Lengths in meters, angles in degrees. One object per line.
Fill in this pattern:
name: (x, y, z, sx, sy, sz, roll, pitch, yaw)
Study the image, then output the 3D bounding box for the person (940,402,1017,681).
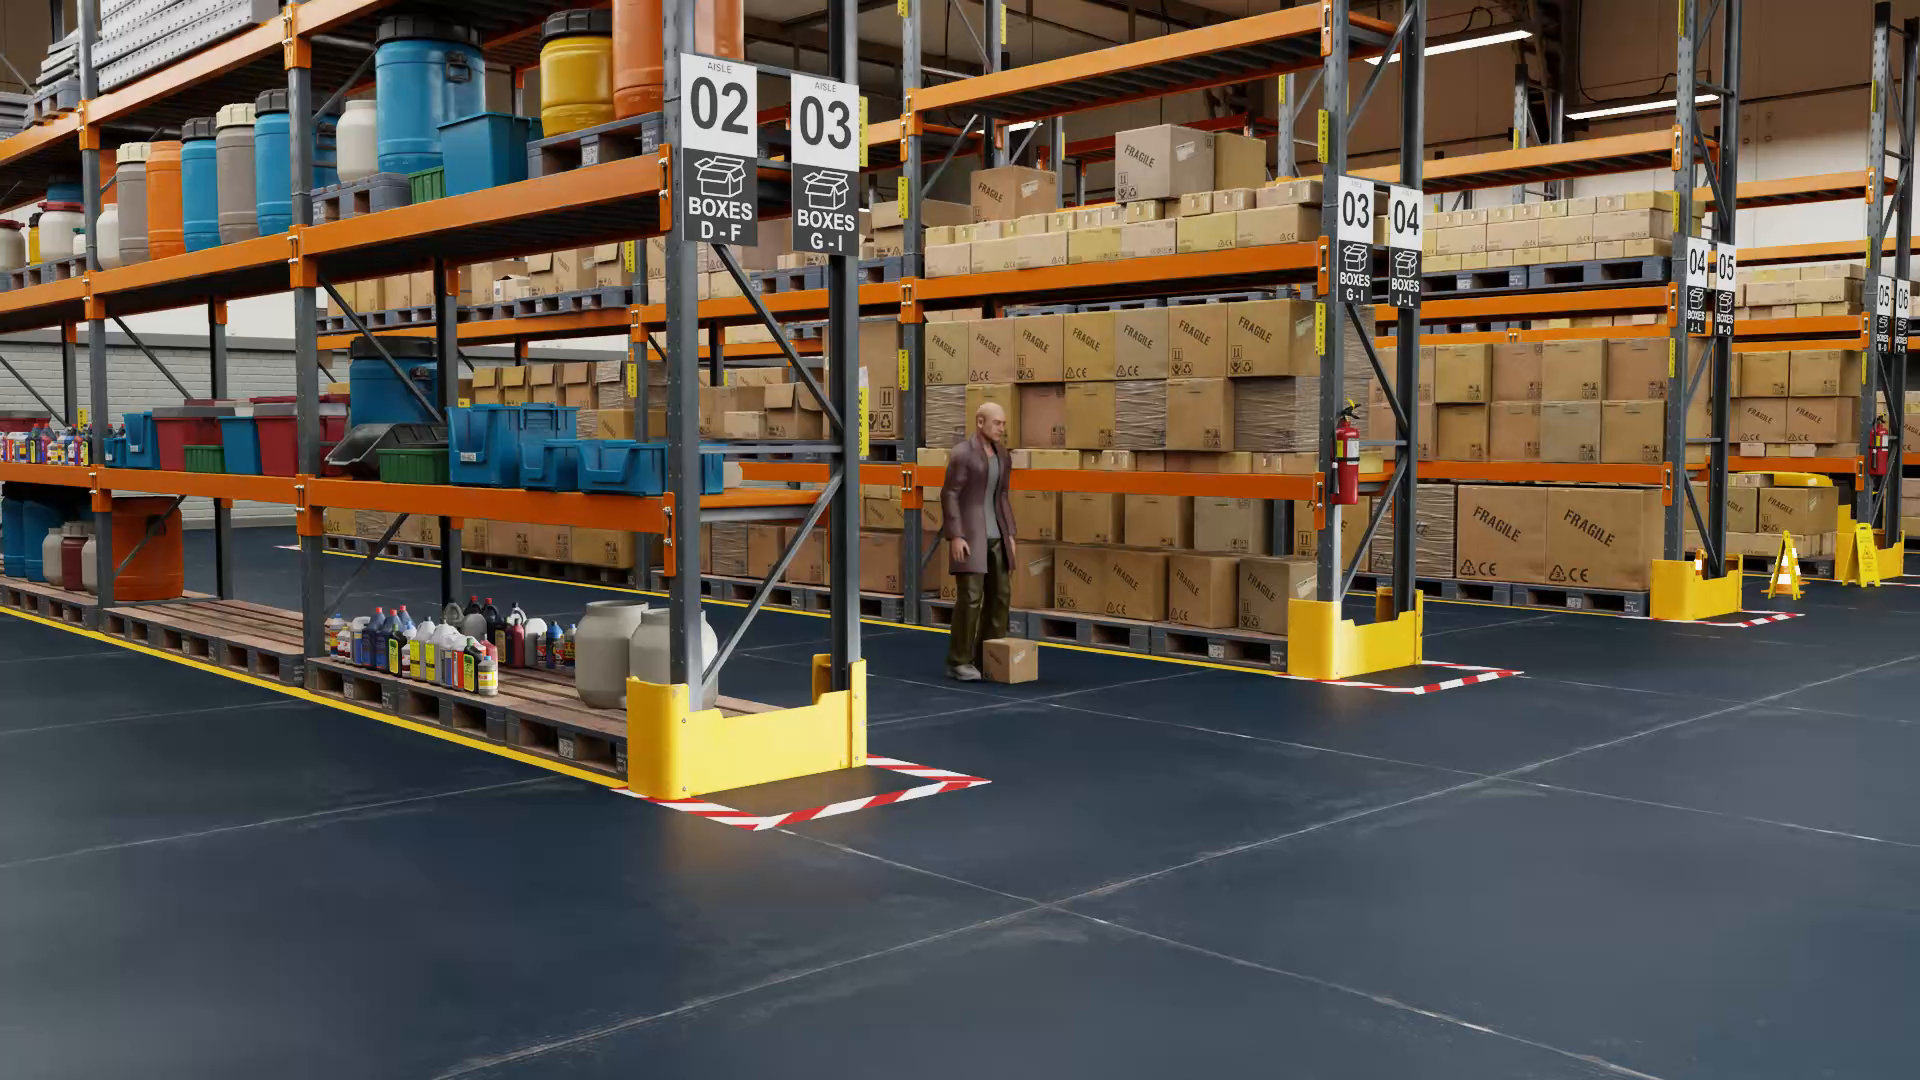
person: (0.144, -0.001, 10.758, 0.428, 1.772, 0.638, 4, 5, 44)
